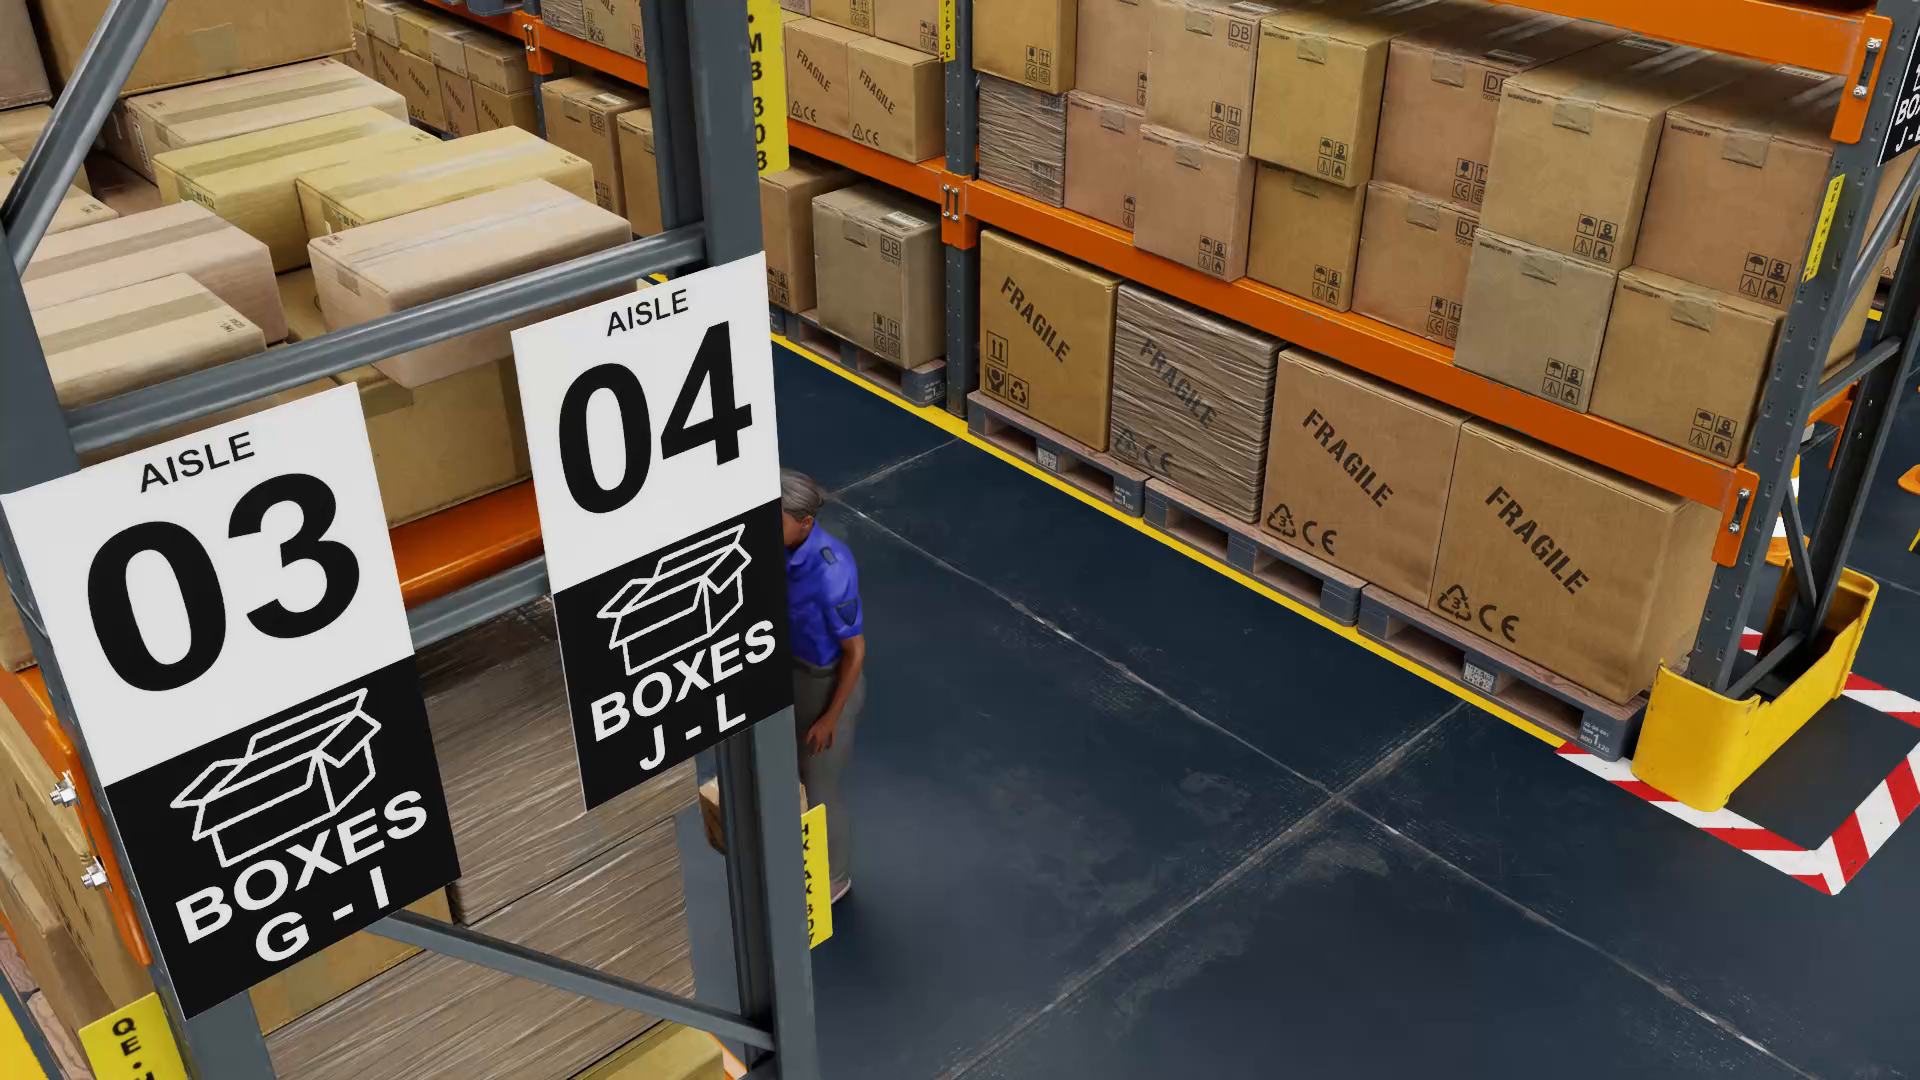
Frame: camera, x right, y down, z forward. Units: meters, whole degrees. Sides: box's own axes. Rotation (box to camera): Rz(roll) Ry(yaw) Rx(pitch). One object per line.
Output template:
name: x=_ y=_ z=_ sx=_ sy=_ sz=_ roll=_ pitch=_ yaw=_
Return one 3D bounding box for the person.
person: x=-0.492 y=0.451 z=5.349 sx=0.329 sy=1.588 sz=0.481 roll=-27 pitch=41 yaw=-36
